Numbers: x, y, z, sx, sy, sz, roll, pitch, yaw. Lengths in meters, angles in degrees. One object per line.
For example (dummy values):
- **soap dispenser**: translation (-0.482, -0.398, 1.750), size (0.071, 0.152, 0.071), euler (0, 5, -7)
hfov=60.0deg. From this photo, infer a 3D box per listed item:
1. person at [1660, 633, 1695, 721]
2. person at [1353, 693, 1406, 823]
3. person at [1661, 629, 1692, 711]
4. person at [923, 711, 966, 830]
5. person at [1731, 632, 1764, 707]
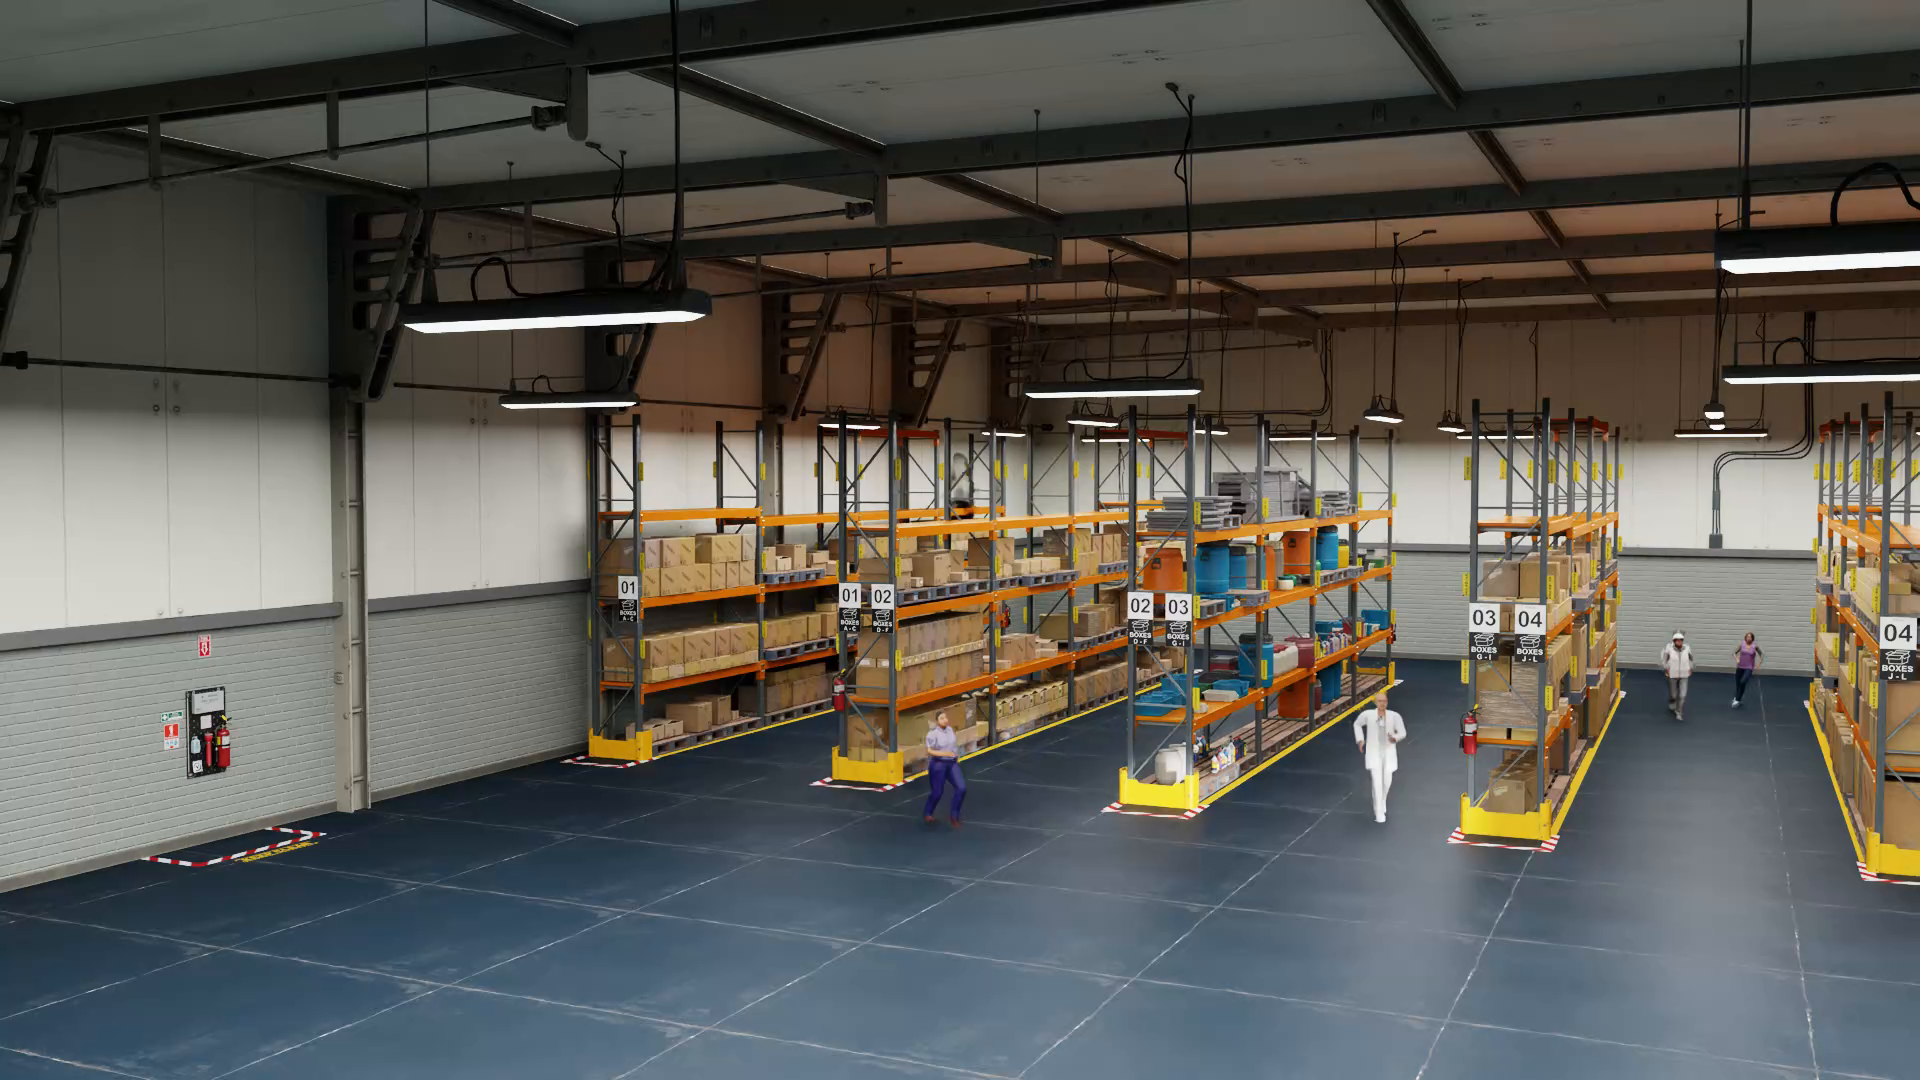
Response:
- **person**: translation (14.526, 2.758, 33.639), size (0.661, 1.744, 0.733), euler (1, 2, 14)
- **person**: translation (6.080, 3.110, 24.068), size (0.709, 1.798, 0.943), euler (0, 2, 4)
- **person**: translation (15.036, 2.728, 34.846), size (0.581, 1.723, 0.676), euler (1, 2, 14)
- **person**: translation (-0.230, 3.242, 23.444), size (0.608, 1.683, 0.733), euler (-2, 3, -35)
- **person**: translation (16.723, 2.745, 35.397), size (0.614, 1.581, 0.855), euler (2, 3, 41)
